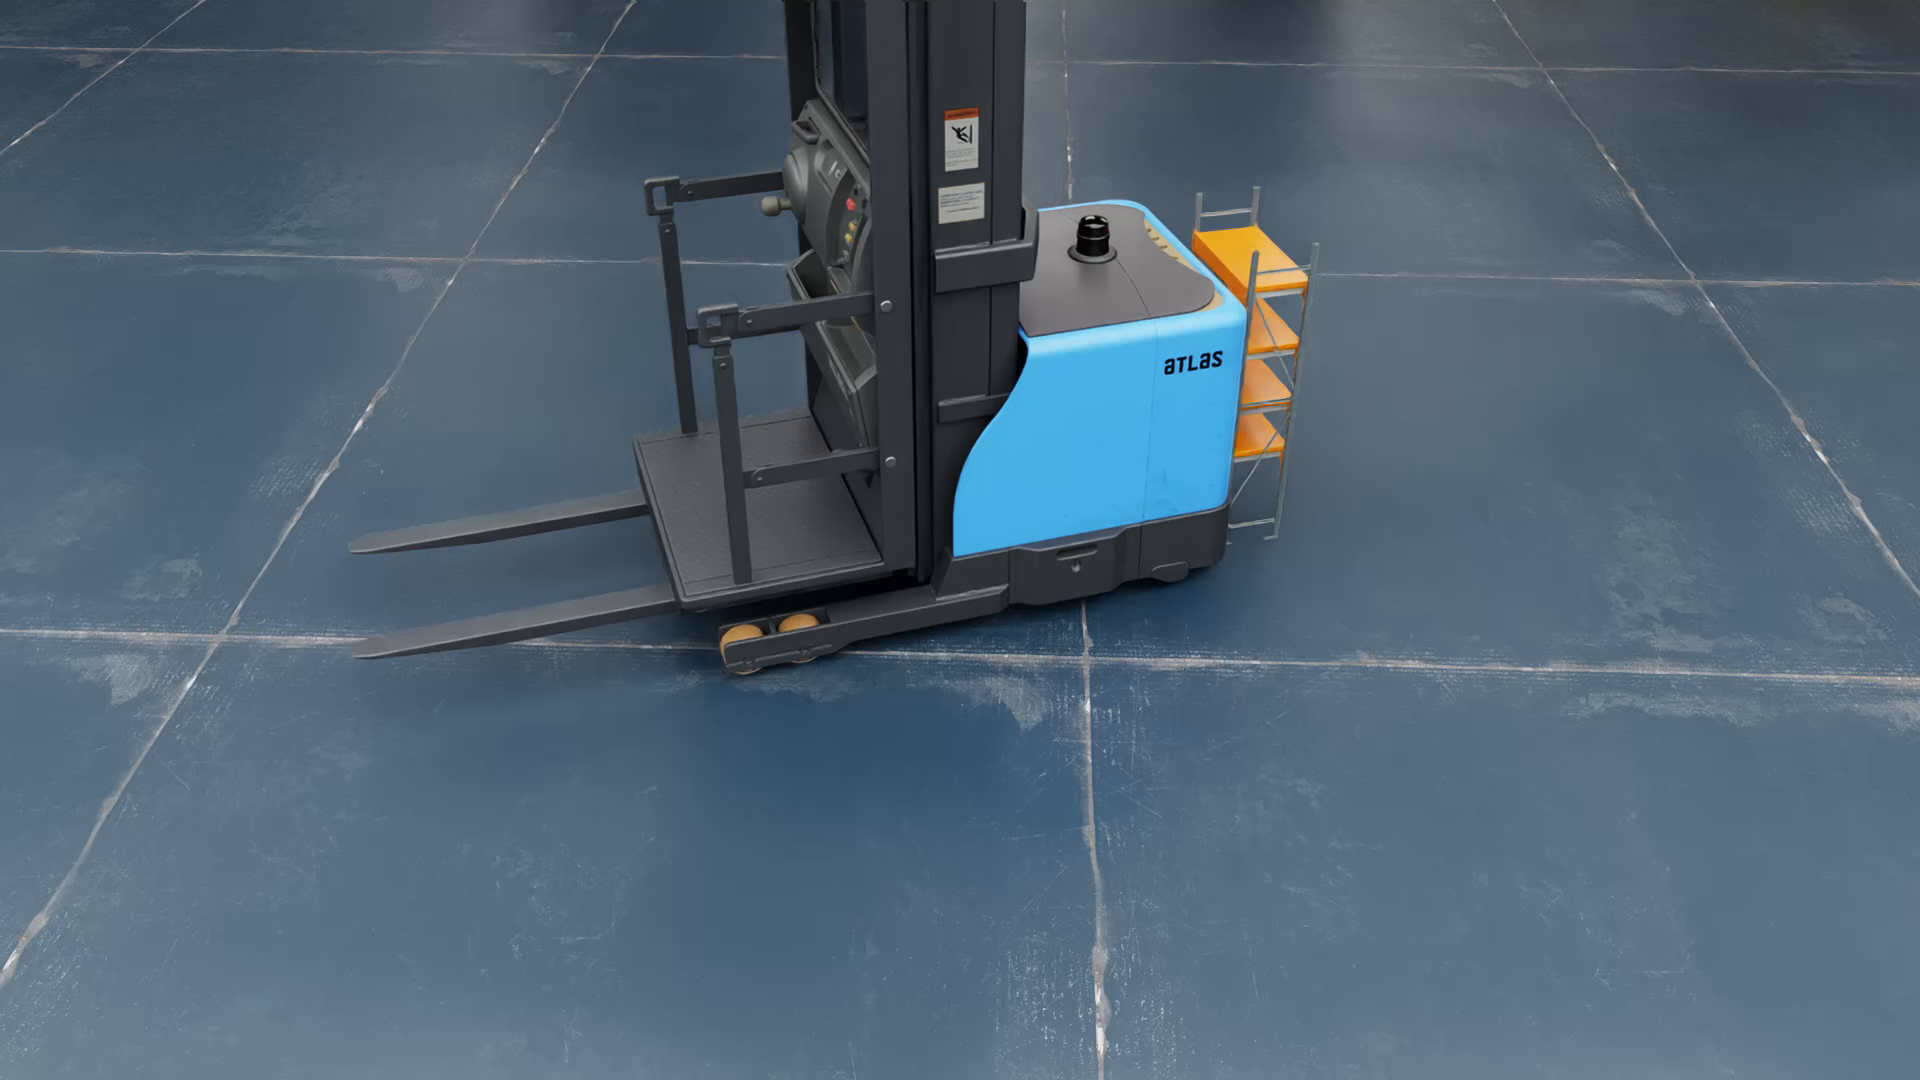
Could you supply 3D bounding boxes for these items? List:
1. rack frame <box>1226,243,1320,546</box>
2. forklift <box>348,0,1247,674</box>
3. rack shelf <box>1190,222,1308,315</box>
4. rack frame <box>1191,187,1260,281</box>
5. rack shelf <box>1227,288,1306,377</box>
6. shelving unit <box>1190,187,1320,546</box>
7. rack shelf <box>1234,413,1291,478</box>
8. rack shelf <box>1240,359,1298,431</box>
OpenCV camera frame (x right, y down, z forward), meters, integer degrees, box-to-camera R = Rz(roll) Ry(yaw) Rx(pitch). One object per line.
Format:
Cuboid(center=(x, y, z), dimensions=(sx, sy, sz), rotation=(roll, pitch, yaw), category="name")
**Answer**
Cuboid(center=(1.084, -0.485, 5.894), dimensions=(0.240, 1.200, 0.015), rotation=(-9, 36, -13), category="rack frame")
Cuboid(center=(-0.607, -1.088, 5.249), dimensions=(3.031, 2.935, 1.130), rotation=(-10, 36, -14), category="forklift")
Cuboid(center=(1.022, -0.942, 5.861), dimensions=(0.258, 0.148, 0.480), rotation=(-9, 36, -13), category="rack shelf")
Cuboid(center=(0.952, -0.755, 6.279), dimensions=(0.240, 1.200, 0.015), rotation=(-9, 36, -13), category="rack frame")
Cuboid(center=(1.020, -0.748, 5.997), dimensions=(0.258, 0.148, 0.480), rotation=(-9, 36, -13), category="rack shelf")
Cuboid(center=(1.018, -0.620, 6.086), dimensions=(0.258, 1.200, 0.503), rotation=(-9, 36, -13), category="shelving unit")
Cuboid(center=(1.016, -0.402, 6.239), dimensions=(0.258, 0.148, 0.480), rotation=(-9, 36, -13), category="rack shelf")
Cuboid(center=(1.018, -0.565, 6.125), dimensions=(0.258, 0.148, 0.480), rotation=(-9, 36, -13), category="rack shelf")
